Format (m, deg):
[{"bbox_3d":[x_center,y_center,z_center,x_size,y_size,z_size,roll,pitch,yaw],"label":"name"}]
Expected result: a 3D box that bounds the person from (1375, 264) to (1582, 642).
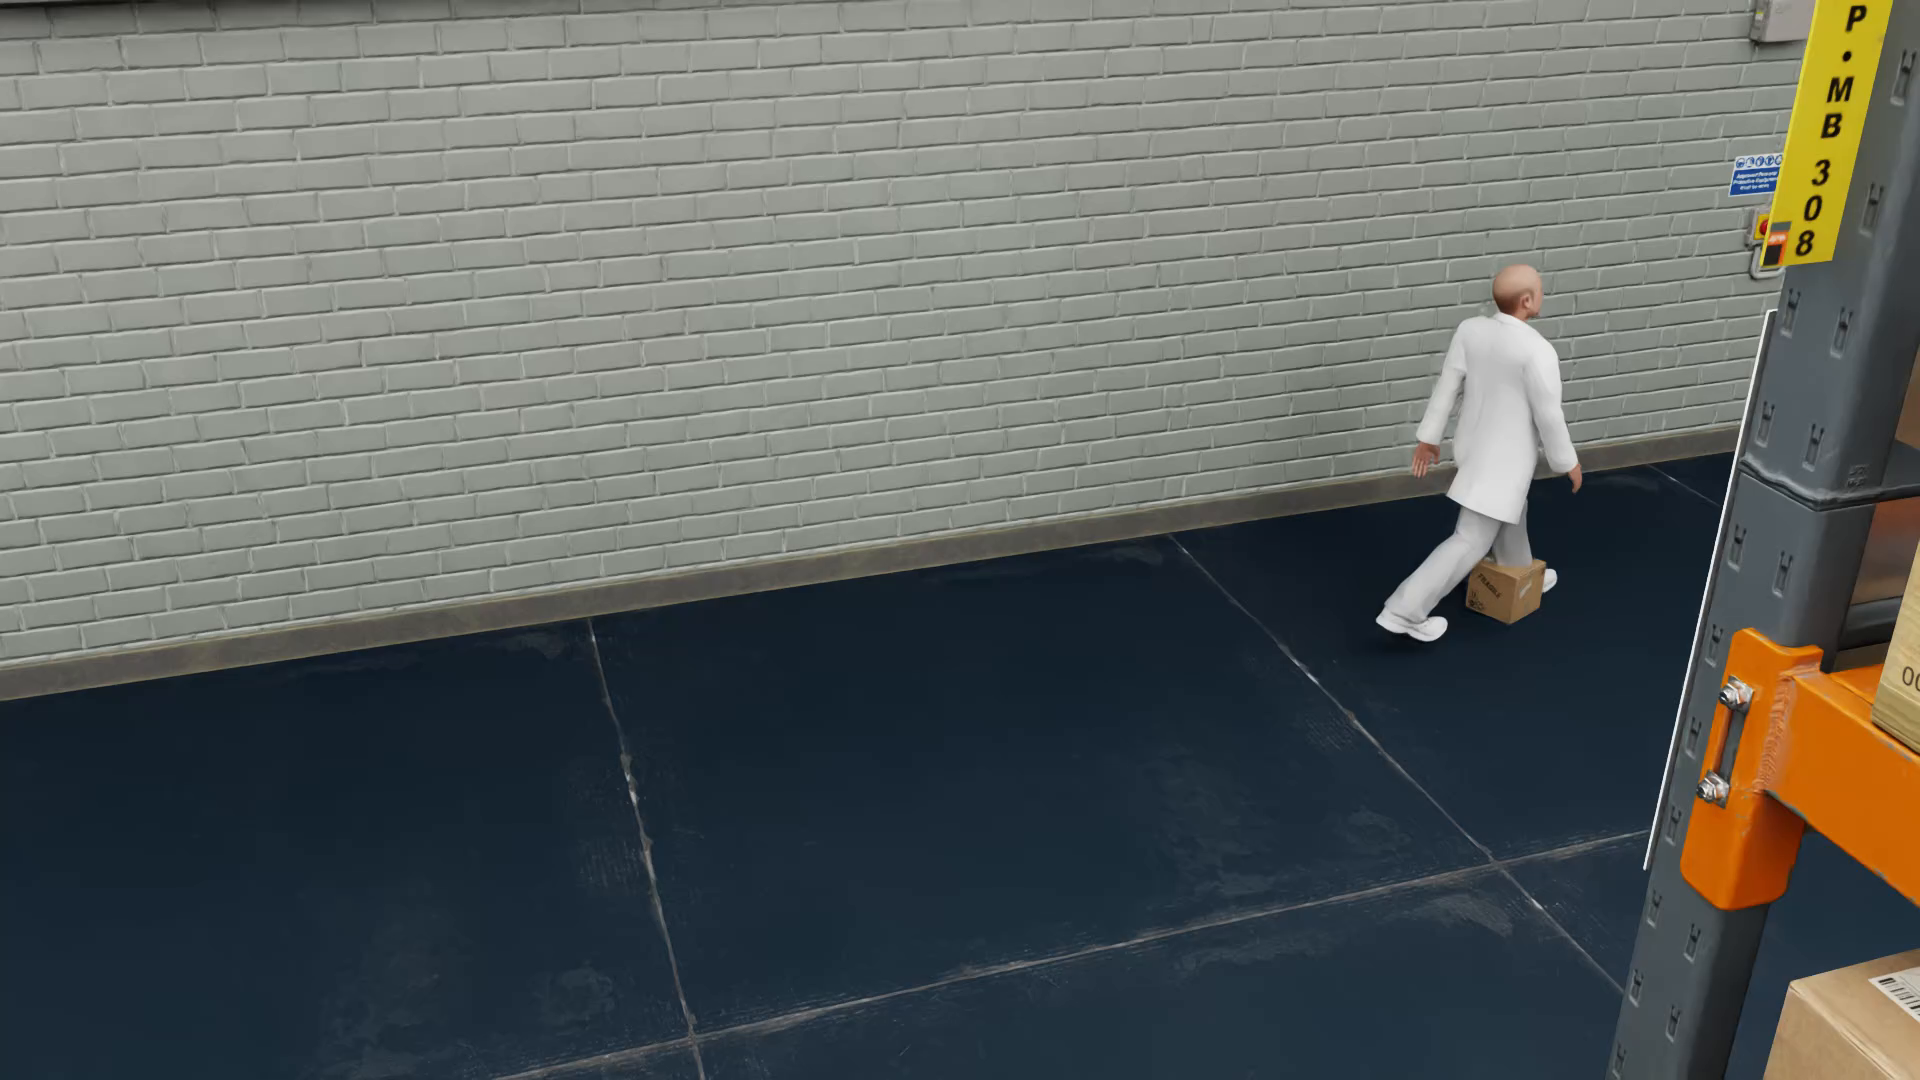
[{"bbox_3d":[2.386,-0.387,7.440,1.179,1.727,0.630,-10,28,-20],"label":"person"}]
